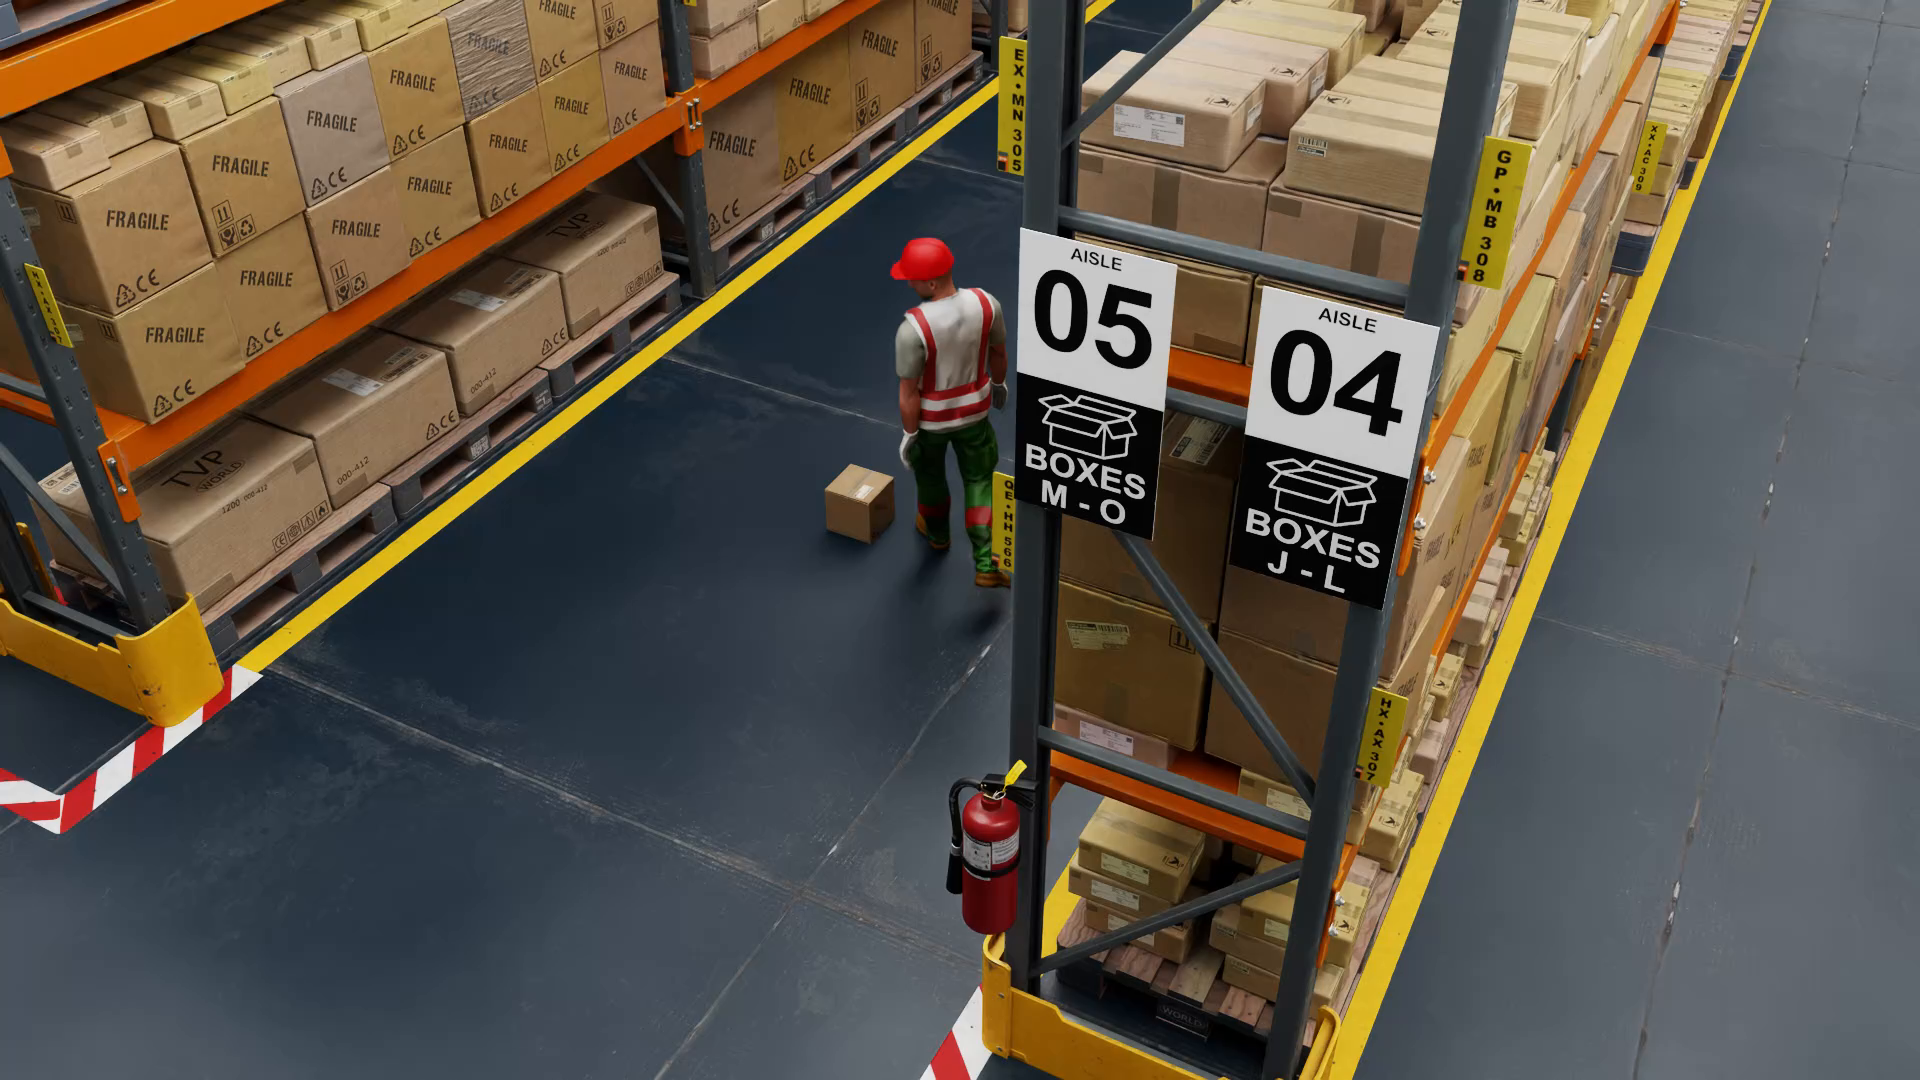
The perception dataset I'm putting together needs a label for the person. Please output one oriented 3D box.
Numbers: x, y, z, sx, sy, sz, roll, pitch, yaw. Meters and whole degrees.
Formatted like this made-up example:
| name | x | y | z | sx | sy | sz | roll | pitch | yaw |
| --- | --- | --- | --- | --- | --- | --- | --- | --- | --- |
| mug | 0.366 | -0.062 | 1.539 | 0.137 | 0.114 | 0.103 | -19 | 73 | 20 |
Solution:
| name | x | y | z | sx | sy | sz | roll | pitch | yaw |
| --- | --- | --- | --- | --- | --- | --- | --- | --- | --- |
| person | -0.019 | -0.568 | 7.472 | 0.602 | 1.763 | 0.880 | -13 | 39 | -16 |
